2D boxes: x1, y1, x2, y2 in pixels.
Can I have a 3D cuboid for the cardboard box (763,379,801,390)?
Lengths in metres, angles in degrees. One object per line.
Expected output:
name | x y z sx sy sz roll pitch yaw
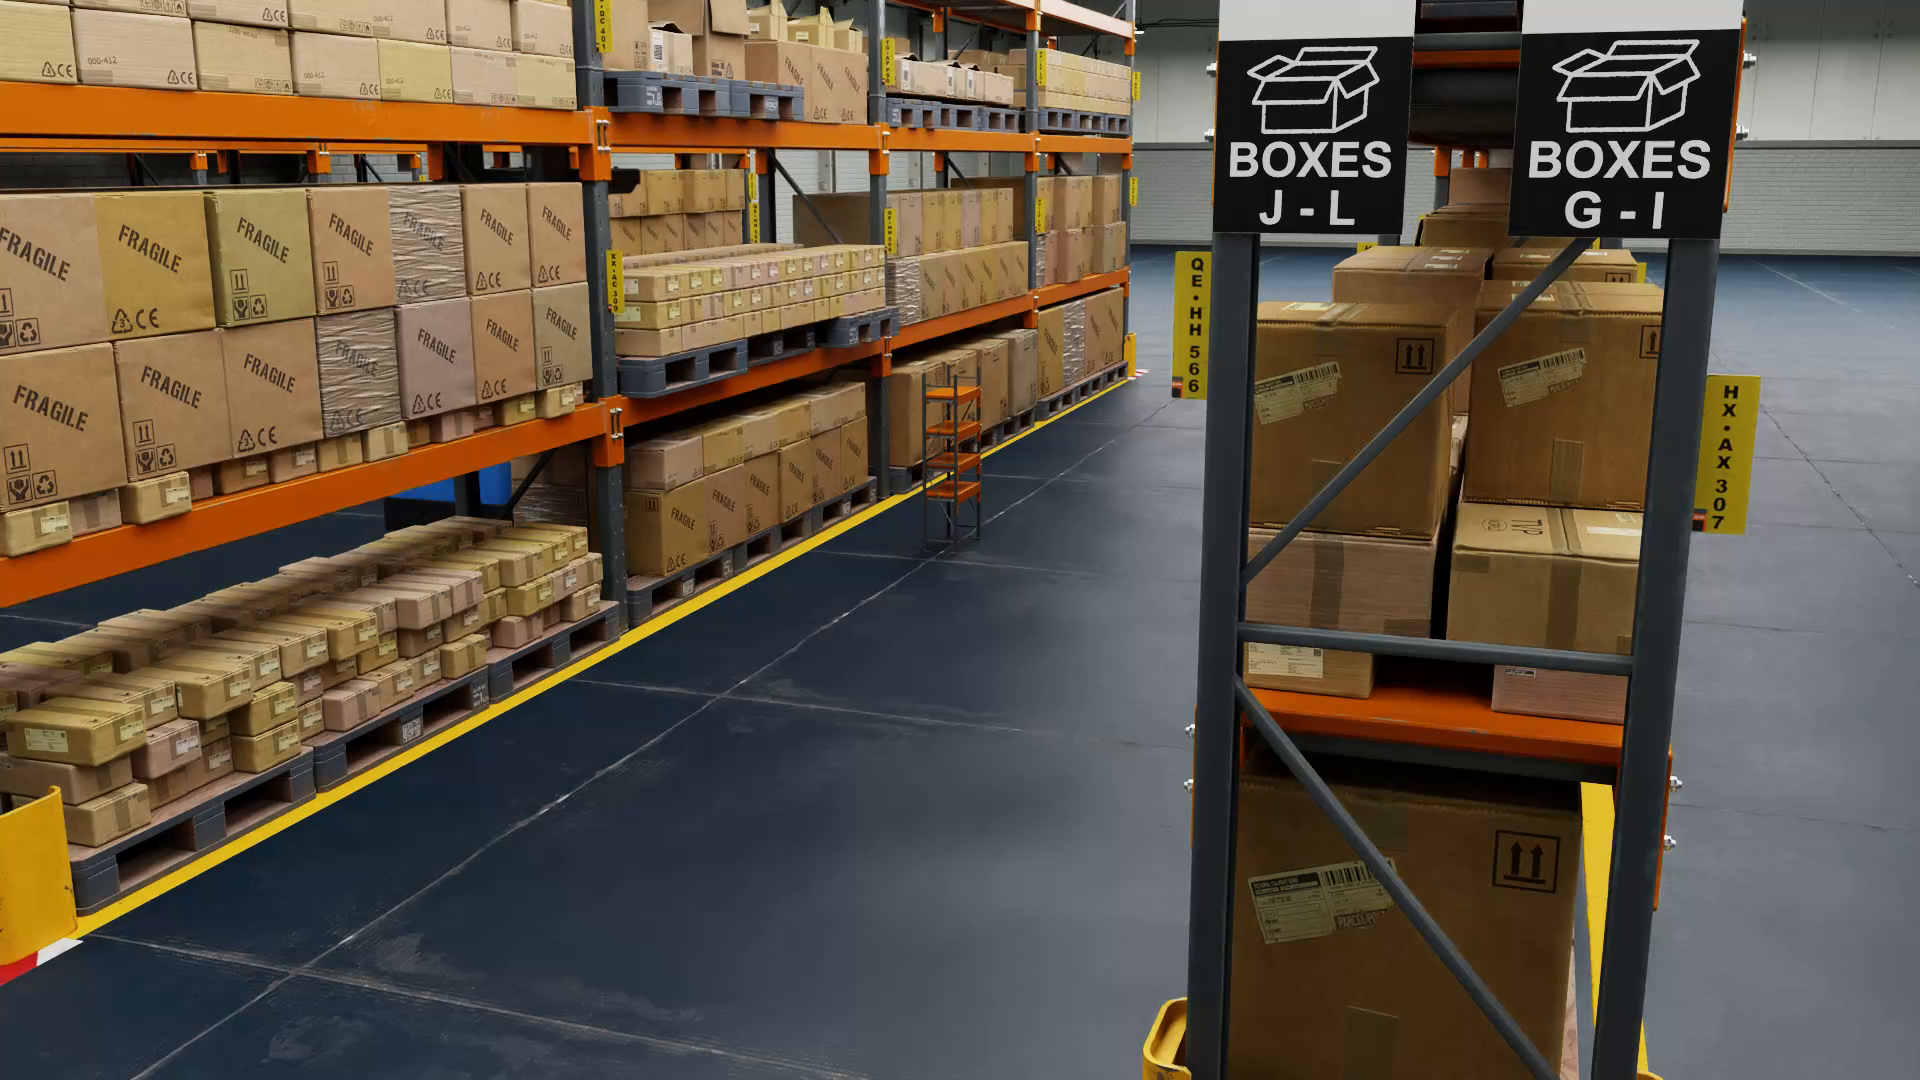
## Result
cardboard box | -1.491 -1.040 12.292 0.500 0.250 0.500 4 13 16

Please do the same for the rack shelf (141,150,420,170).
rack shelf | -8.512 -4.883 21.015 1.077 0.370 4.000 4 14 18

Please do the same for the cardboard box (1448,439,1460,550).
cardboard box | 1.268 -0.160 5.117 0.500 0.250 0.500 4 13 16

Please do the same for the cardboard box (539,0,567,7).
cardboard box | -2.175 -2.716 8.221 0.380 0.149 0.250 4 13 16

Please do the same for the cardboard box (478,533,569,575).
cardboard box | -2.247 0.072 8.559 0.380 0.149 0.250 5 14 19

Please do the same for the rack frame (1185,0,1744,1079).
rack frame | 1.030 0.247 3.667 0.949 2.616 0.053 4 14 18

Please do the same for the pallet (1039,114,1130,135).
pallet | 1.319 -4.763 19.072 1.003 0.211 1.213 4 14 18

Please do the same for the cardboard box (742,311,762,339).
cardboard box | -1.437 -1.323 10.166 0.380 0.149 0.250 4 13 16

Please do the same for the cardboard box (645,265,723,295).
cardboard box | -1.600 -1.509 9.642 0.380 0.149 0.250 4 14 19

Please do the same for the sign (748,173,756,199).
sign | -2.648 -4.510 21.194 0.100 0.325 0.005 4 14 18

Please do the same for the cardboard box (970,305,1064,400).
cardboard box | 0.525 -1.954 17.141 0.875 0.875 0.875 5 14 19

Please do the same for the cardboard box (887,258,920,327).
cardboard box | -0.638 -1.940 13.021 0.500 0.500 0.500 5 14 19

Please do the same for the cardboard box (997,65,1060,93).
cardboard box | 0.679 -4.529 16.348 0.500 0.250 0.500 4 14 19

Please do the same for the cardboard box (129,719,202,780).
cardboard box | -3.073 0.763 6.198 0.380 0.149 0.250 4 14 18

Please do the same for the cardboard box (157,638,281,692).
cardboard box | -2.956 0.509 6.643 0.380 0.149 0.250 4 13 16

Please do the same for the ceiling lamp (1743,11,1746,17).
ceiling lamp | 17.680 -14.002 39.492 2.000 3.185 0.800 4 14 18

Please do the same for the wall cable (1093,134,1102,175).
wall cable | 2.968 -12.363 52.409 3.097 2.526 0.112 4 14 18

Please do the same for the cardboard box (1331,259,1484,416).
cardboard box | 1.600 -0.737 5.961 0.500 0.500 0.500 4 13 17

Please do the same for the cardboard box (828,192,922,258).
cardboard box | -0.722 -2.553 13.459 0.700 0.500 0.500 4 13 18

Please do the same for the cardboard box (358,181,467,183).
cardboard box | -2.710 -1.578 8.519 0.500 0.500 0.500 5 14 20

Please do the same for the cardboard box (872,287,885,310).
cardboard box | -0.764 -1.761 12.085 0.380 0.149 0.250 5 14 19

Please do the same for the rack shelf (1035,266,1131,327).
rack shelf | 0.902 -2.729 18.318 1.077 0.370 4.000 4 14 18

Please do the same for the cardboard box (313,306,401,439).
cardboard box | -2.742 -0.725 7.028 0.500 0.500 0.500 4 13 17

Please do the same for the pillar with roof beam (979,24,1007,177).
pillar with roof beam | 4.837 -13.042 48.405 9.100 9.000 0.548 4 14 18

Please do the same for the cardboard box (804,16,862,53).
cardboard box | -0.924 -3.596 11.818 0.396 0.266 0.258 4 14 18

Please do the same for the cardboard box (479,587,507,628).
cardboard box | -2.454 0.317 8.153 0.380 0.149 0.250 4 14 19

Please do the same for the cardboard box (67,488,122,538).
cardboard box | -3.169 -0.110 5.795 0.380 0.149 0.250 5 14 20

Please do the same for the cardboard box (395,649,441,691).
cardboard box | -2.620 0.586 7.641 0.380 0.149 0.250 5 14 19

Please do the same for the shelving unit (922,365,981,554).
shelving unit | -0.054 -0.550 11.202 0.258 1.200 0.503 4 14 18

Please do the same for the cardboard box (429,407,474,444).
cardboard box | -2.494 -0.548 7.714 0.380 0.149 0.250 4 13 16

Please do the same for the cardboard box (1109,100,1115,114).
cardboard box | 1.516 -4.839 18.604 0.380 0.149 0.250 4 14 19

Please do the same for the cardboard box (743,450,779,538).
cardboard box | -1.517 -0.319 10.819 0.500 0.500 0.500 5 14 19

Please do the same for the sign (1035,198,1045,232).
sign | 0.772 -3.147 16.111 0.100 0.325 0.005 4 14 18

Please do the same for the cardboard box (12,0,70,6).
cardboard box | -3.236 -1.840 5.283 0.500 0.250 0.500 5 14 19

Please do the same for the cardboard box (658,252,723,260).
cardboard box | -1.795 -1.828 11.040 0.380 0.149 0.250 5 14 20

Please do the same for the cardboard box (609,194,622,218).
cardboard box | -4.114 -3.752 18.044 0.700 0.500 0.500 4 14 18

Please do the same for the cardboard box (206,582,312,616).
cardboard box | -3.170 0.306 7.532 0.380 0.149 0.250 4 14 19

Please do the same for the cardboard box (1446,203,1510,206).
cardboard box | 3.370 -1.823 10.253 0.797 0.503 0.637 5 14 20

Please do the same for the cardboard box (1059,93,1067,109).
cardboard box | 0.859 -4.411 16.727 0.380 0.149 0.250 4 14 18

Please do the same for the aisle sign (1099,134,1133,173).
aisle sign | 1.856 -4.761 19.765 0.394 0.787 0.004 4 14 18

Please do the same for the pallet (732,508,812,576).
pallet | -1.690 -0.036 11.172 1.003 0.211 1.213 4 14 18

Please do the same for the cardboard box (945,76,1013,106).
cardboard box | 0.178 -4.141 15.316 0.500 0.250 0.500 5 14 19

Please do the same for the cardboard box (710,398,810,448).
cardboard box | -1.344 -0.792 11.205 0.500 0.250 0.500 5 14 20

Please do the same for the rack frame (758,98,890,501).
rack frame | -1.039 -1.816 12.703 1.000 3.000 0.127 4 14 18

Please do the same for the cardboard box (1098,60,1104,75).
cardboard box | 1.350 -5.120 18.040 0.380 0.149 0.250 4 13 18

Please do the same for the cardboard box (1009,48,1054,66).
cardboard box | 0.695 -4.693 16.169 0.380 0.149 0.250 4 14 19

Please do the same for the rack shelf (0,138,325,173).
rack shelf | -6.402 -2.842 12.073 1.077 0.370 4.000 4 14 18

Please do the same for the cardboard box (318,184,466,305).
cardboard box | -2.570 -1.321 7.393 0.500 0.500 0.500 5 14 20

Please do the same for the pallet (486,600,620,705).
pallet | -2.517 0.530 8.693 1.003 0.211 1.213 4 14 18

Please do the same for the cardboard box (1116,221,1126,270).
cardboard box | 1.472 -3.492 19.710 0.875 0.550 0.550 4 14 18

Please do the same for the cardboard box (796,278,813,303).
cardboard box | -1.183 -1.635 10.862 0.380 0.149 0.250 5 14 20

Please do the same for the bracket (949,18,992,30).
bracket | 0.132 -14.451 46.491 0.076 0.066 4.783 4 14 18

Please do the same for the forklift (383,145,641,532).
forklift | -3.028 -1.705 12.372 1.130 2.935 3.031 4 13 17

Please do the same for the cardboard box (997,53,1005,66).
cardboard box | 0.236 -4.846 16.843 0.380 0.149 0.250 4 14 18

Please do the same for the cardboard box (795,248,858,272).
cardboard box | -0.932 -1.944 11.549 0.380 0.149 0.250 5 14 20
